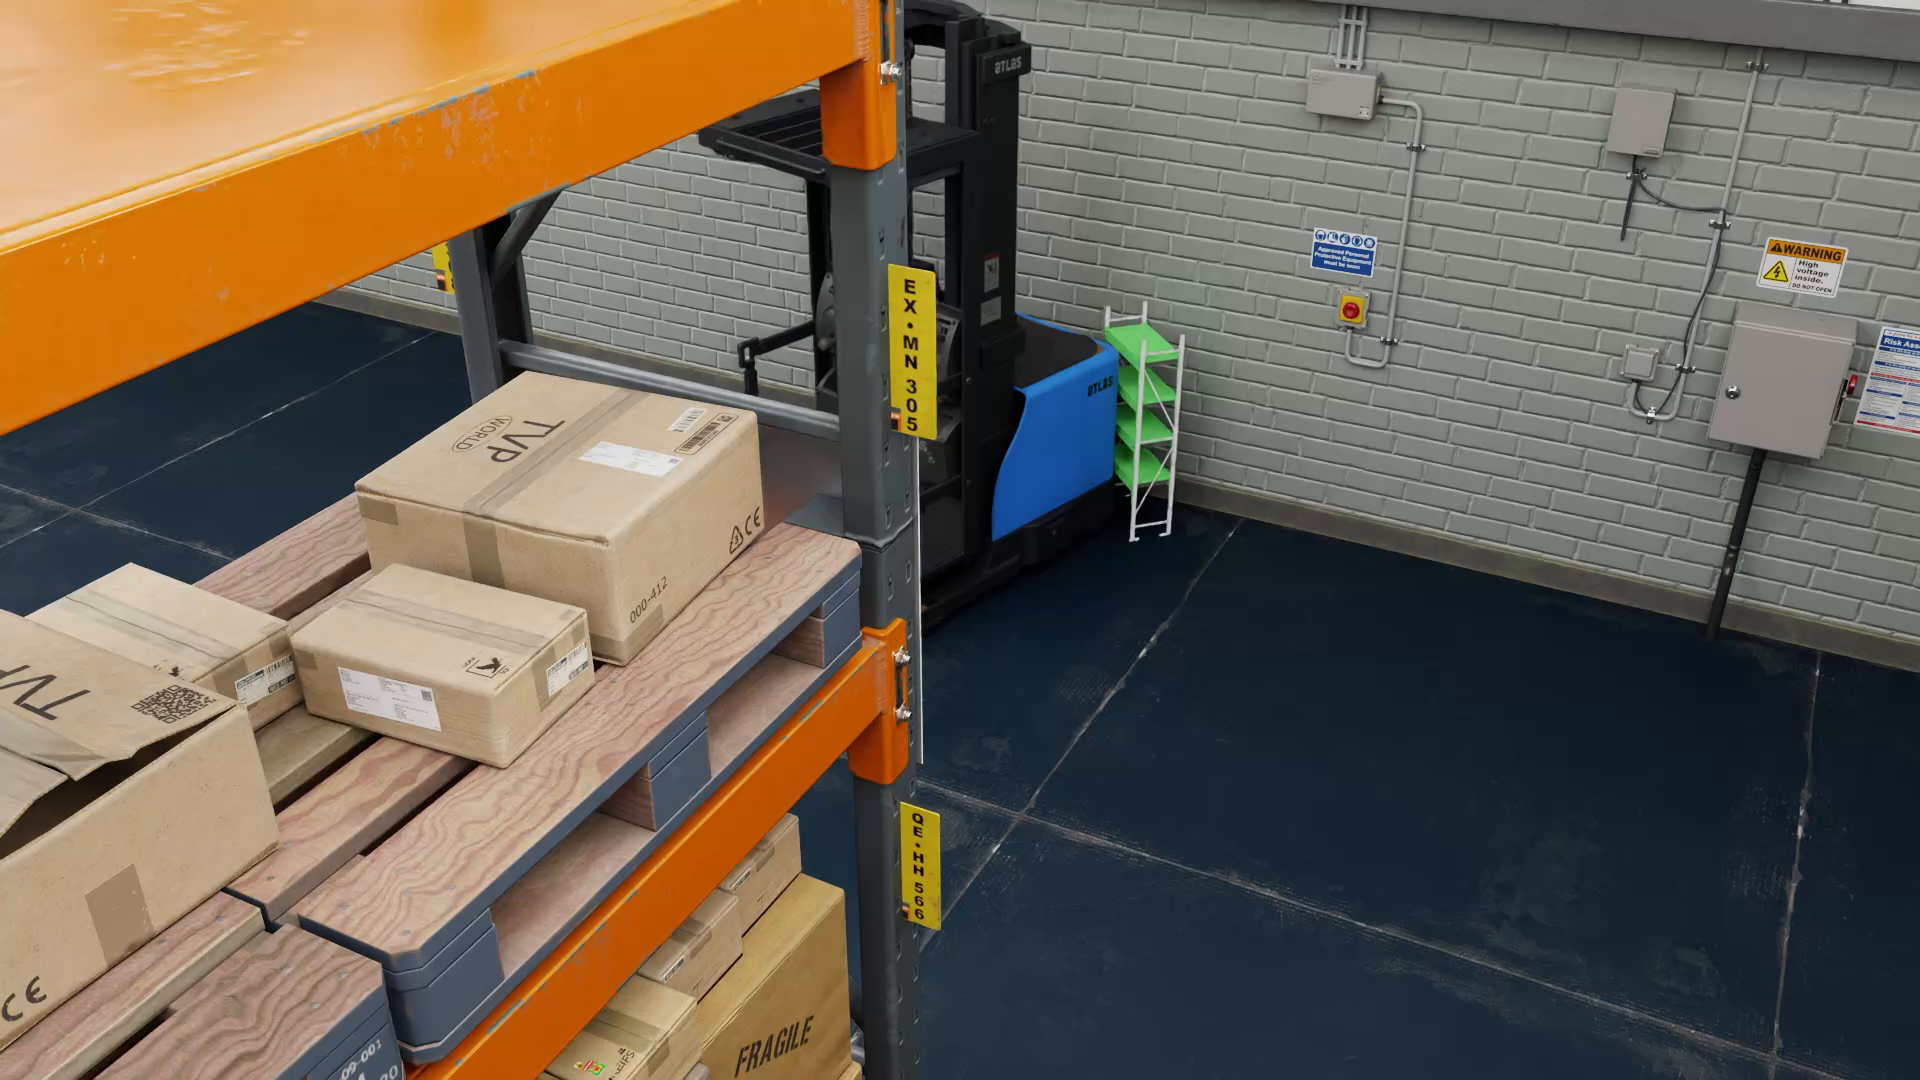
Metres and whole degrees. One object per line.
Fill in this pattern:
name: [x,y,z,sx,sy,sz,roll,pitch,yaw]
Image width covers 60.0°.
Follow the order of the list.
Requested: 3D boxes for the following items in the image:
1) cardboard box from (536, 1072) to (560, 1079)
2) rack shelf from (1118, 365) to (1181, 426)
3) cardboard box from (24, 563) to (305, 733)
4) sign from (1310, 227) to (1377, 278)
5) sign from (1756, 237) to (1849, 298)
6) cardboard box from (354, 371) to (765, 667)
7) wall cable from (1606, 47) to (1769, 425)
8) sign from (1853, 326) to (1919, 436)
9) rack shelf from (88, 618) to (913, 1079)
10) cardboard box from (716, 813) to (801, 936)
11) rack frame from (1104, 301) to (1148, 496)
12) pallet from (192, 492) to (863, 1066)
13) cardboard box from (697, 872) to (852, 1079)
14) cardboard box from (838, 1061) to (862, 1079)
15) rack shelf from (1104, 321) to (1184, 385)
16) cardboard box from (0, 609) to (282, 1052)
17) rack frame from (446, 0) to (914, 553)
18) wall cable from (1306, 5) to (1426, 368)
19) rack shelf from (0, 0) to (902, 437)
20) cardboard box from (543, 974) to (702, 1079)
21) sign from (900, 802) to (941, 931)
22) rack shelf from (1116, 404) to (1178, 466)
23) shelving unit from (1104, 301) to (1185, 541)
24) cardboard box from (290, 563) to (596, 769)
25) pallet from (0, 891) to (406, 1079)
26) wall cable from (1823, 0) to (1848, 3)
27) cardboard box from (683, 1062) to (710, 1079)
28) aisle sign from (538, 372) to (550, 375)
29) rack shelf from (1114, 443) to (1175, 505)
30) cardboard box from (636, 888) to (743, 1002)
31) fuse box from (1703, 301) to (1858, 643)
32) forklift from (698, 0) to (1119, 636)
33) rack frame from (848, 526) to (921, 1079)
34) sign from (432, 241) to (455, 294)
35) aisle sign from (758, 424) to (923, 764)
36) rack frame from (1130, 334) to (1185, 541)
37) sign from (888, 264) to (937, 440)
cardboard box: [-0.838,0.985,2.768,0.380,0.149,0.250,15,33,24]
rack shelf: [0.986,-0.805,9.092,0.258,0.148,0.480,-9,31,-16]
cardboard box: [-1.265,0.197,2.612,0.380,0.149,0.250,16,33,25]
sign: [1.968,-1.476,8.536,0.327,0.218,0.001,14,33,23]
sign: [3.832,-1.242,7.571,0.339,0.242,0.001,14,33,23]
cardboard box: [-0.690,-0.057,2.953,0.500,0.250,0.500,11,32,19]
wall cable: [3.251,-1.445,7.733,0.588,1.984,0.122,14,33,23]
sign: [4.321,-0.718,7.583,0.329,0.494,0.001,14,33,23]
rack shelf: [-1.476,1.082,2.063,1.077,0.370,4.000,14,33,23]
cardboard box: [-0.550,0.631,3.384,0.380,0.149,0.250,15,33,24]
rack frame: [0.911,-0.767,9.381,0.240,1.200,0.015,-9,31,-16]
pallet: [-0.894,0.253,2.874,1.003,0.211,1.213,14,33,23]
cardboard box: [-0.573,0.975,3.435,0.500,0.500,0.500,15,33,25]
cardboard box: [-0.549,1.415,3.673,0.500,0.500,0.500,14,33,24]
rack shelf: [0.987,-1.013,8.973,0.258,0.148,0.480,-9,31,-16]
cardboard box: [-1.291,0.349,2.185,0.500,0.311,0.500,15,33,24]
rack frame: [-0.565,-1.417,2.681,1.000,3.000,0.127,14,33,23]
wall cable: [1.983,-1.775,8.277,0.585,1.953,0.123,14,33,23]
rack shelf: [-1.476,-0.045,1.416,1.077,0.370,4.000,14,33,23]
cardboard box: [-0.687,0.882,2.946,0.380,0.149,0.250,14,33,23]
sign: [-0.088,0.709,3.603,0.100,0.325,0.005,14,33,23]
rack shelf: [0.986,-0.596,9.212,0.258,0.148,0.480,-9,31,-16]
shelving unit: [0.986,-0.652,9.180,0.258,1.200,0.503,-9,31,-16]
cardboard box: [-0.810,0.191,2.623,0.380,0.149,0.250,12,32,19]
pallet: [-1.448,0.796,1.928,1.003,0.211,1.213,14,33,23]
wall cable: [4.907,-3.198,5.746,2.988,3.039,0.133,14,33,23]
cardboard box: [-0.785,1.214,3.020,0.500,0.500,0.500,14,33,23]
aisle sign: [-0.790,-0.041,3.698,0.394,0.787,0.004,14,33,23]
rack shelf: [0.986,-0.388,9.331,0.258,0.148,0.480,-9,31,-16]
cardboard box: [-0.644,0.749,3.178,0.380,0.149,0.250,15,33,24]
fuse box: [3.787,-0.221,7.916,0.539,1.711,0.414,14,33,23]
forklift: [-0.509,-1.004,8.055,1.130,2.935,3.031,25,38,37]
rack frame: [-0.565,1.184,4.175,1.000,3.000,0.127,14,33,23]
sign: [-1.056,-0.658,3.415,0.100,0.325,0.005,14,33,23]
aisle sign: [-0.256,0.096,3.461,0.394,0.787,0.004,14,33,23]
rack frame: [1.061,-0.536,8.979,0.240,1.200,0.015,-9,31,-16]
sign: [-0.088,-0.337,3.002,0.100,0.325,0.005,14,33,23]
